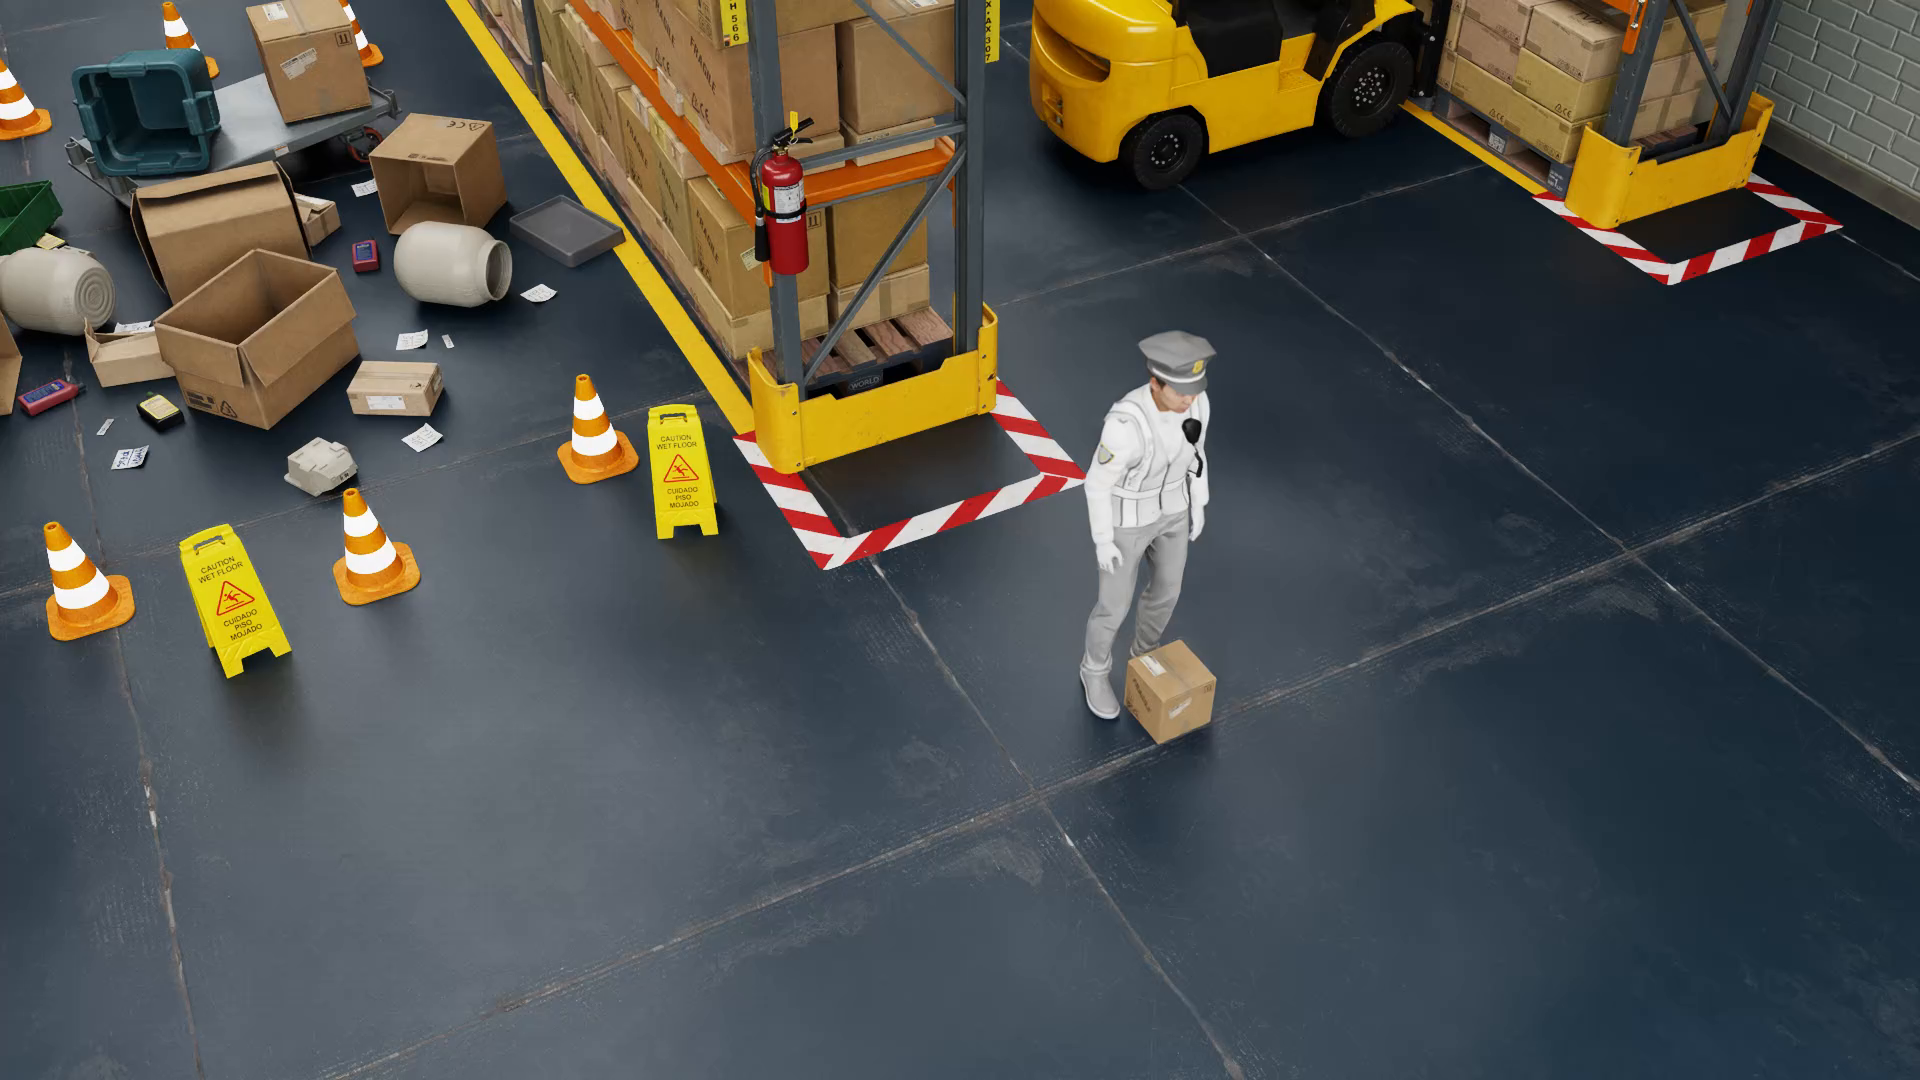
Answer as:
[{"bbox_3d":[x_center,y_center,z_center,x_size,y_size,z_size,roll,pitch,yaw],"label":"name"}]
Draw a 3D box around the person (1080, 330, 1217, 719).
[{"bbox_3d":[0.701,-0.073,6.239,0.515,1.663,0.367,-21,45,-22],"label":"person"}]
